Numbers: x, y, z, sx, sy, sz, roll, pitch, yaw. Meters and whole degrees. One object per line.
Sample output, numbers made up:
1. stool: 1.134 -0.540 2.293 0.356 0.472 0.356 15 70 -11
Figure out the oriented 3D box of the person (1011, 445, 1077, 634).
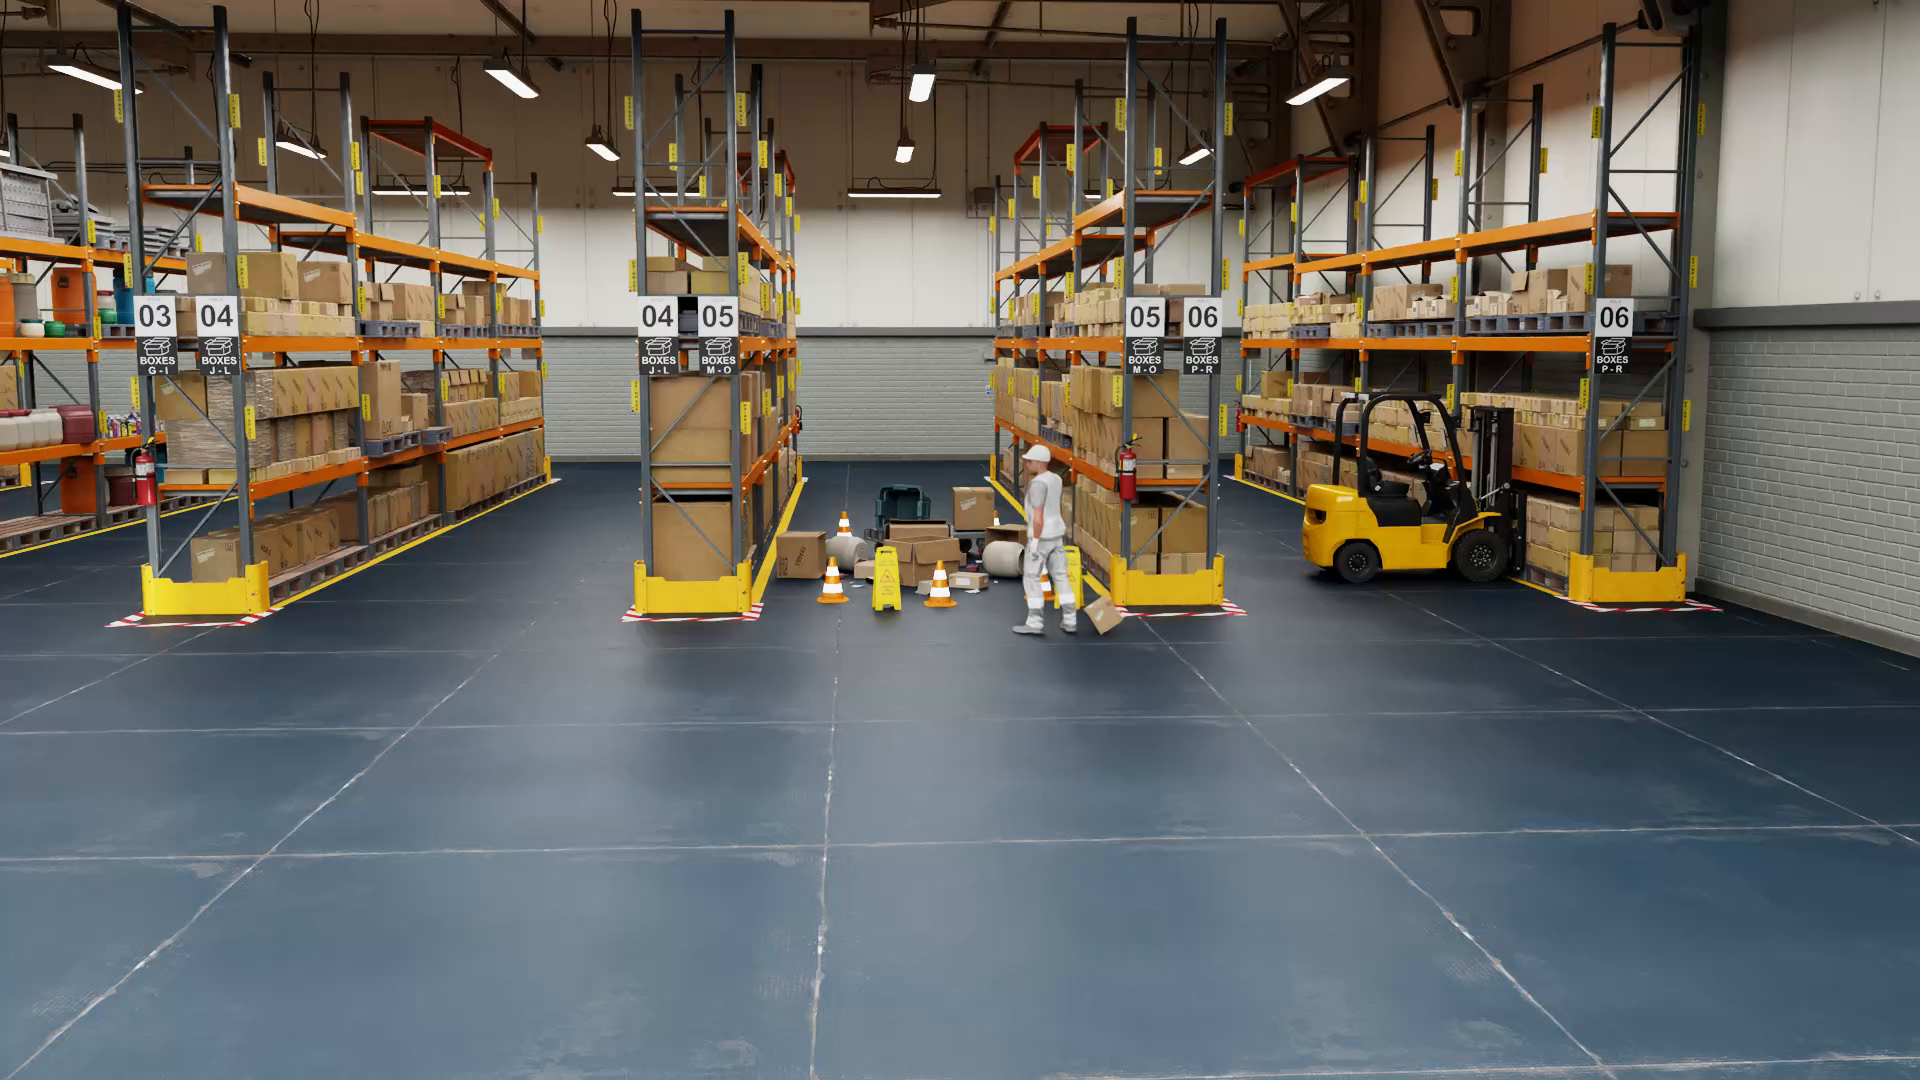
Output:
1. person: 0.811 -0.003 15.665 0.573 1.786 0.561 4 8 32
